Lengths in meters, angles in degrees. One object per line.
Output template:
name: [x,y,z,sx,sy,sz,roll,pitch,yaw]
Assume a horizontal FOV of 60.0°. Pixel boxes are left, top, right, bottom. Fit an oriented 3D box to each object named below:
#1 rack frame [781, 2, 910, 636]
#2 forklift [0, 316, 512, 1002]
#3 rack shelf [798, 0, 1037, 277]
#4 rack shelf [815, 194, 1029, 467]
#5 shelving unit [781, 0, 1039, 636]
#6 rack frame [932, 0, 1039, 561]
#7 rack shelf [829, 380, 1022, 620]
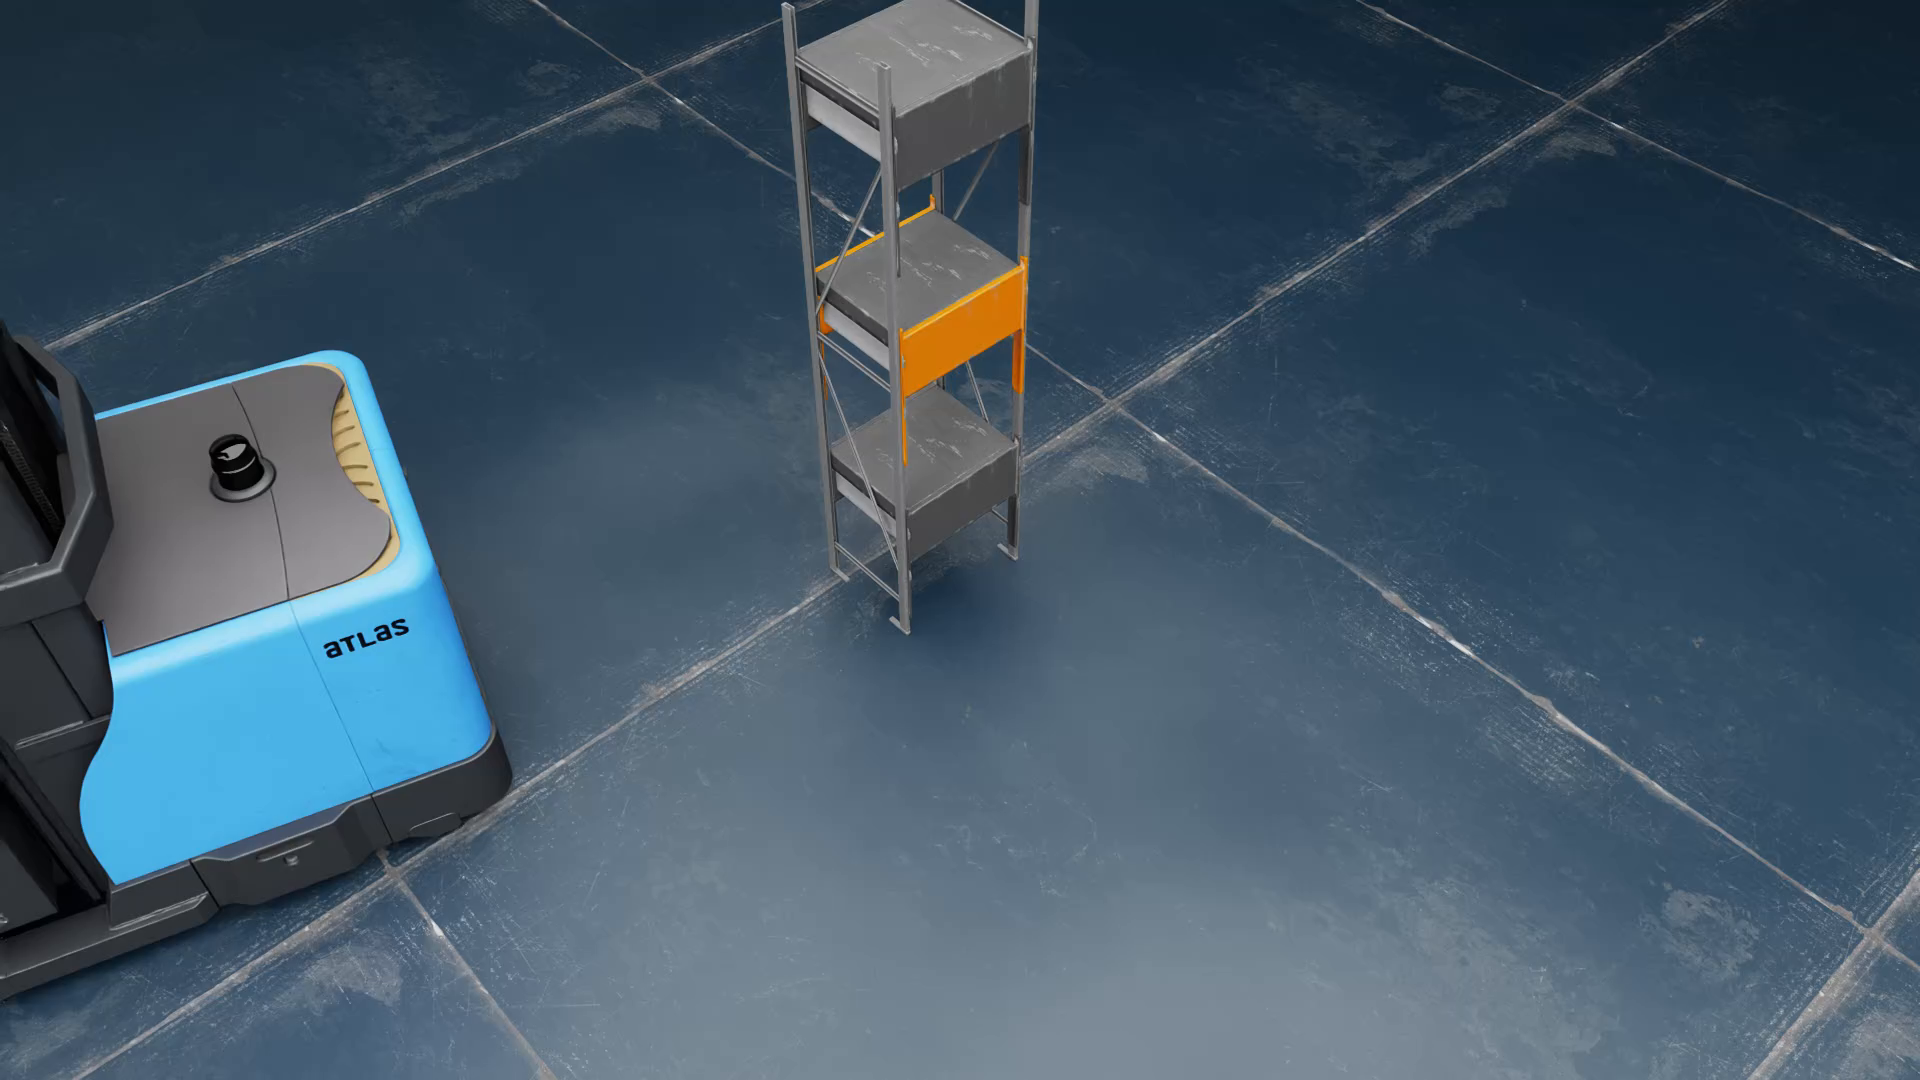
rack frame: [-0.303,-0.510,4.791,0.015,2.100,0.400,-34,56,-27]
forklift: [-2.900,-0.049,3.801,3.031,2.935,1.130,-19,50,-17]
rack shelf: [-0.122,-1.096,4.398,0.480,0.518,0.431,-34,56,-27]
rack shelf: [-0.122,-0.621,4.913,0.480,0.518,0.431,-34,56,-27]
shelving unit: [-0.122,-0.630,4.903,0.503,2.100,0.431,-34,56,-27]
rack frame: [0.058,-0.751,5.014,0.015,2.100,0.400,-34,56,-27]
rack shelf: [-0.122,-0.146,5.427,0.480,0.518,0.431,-34,56,-27]
